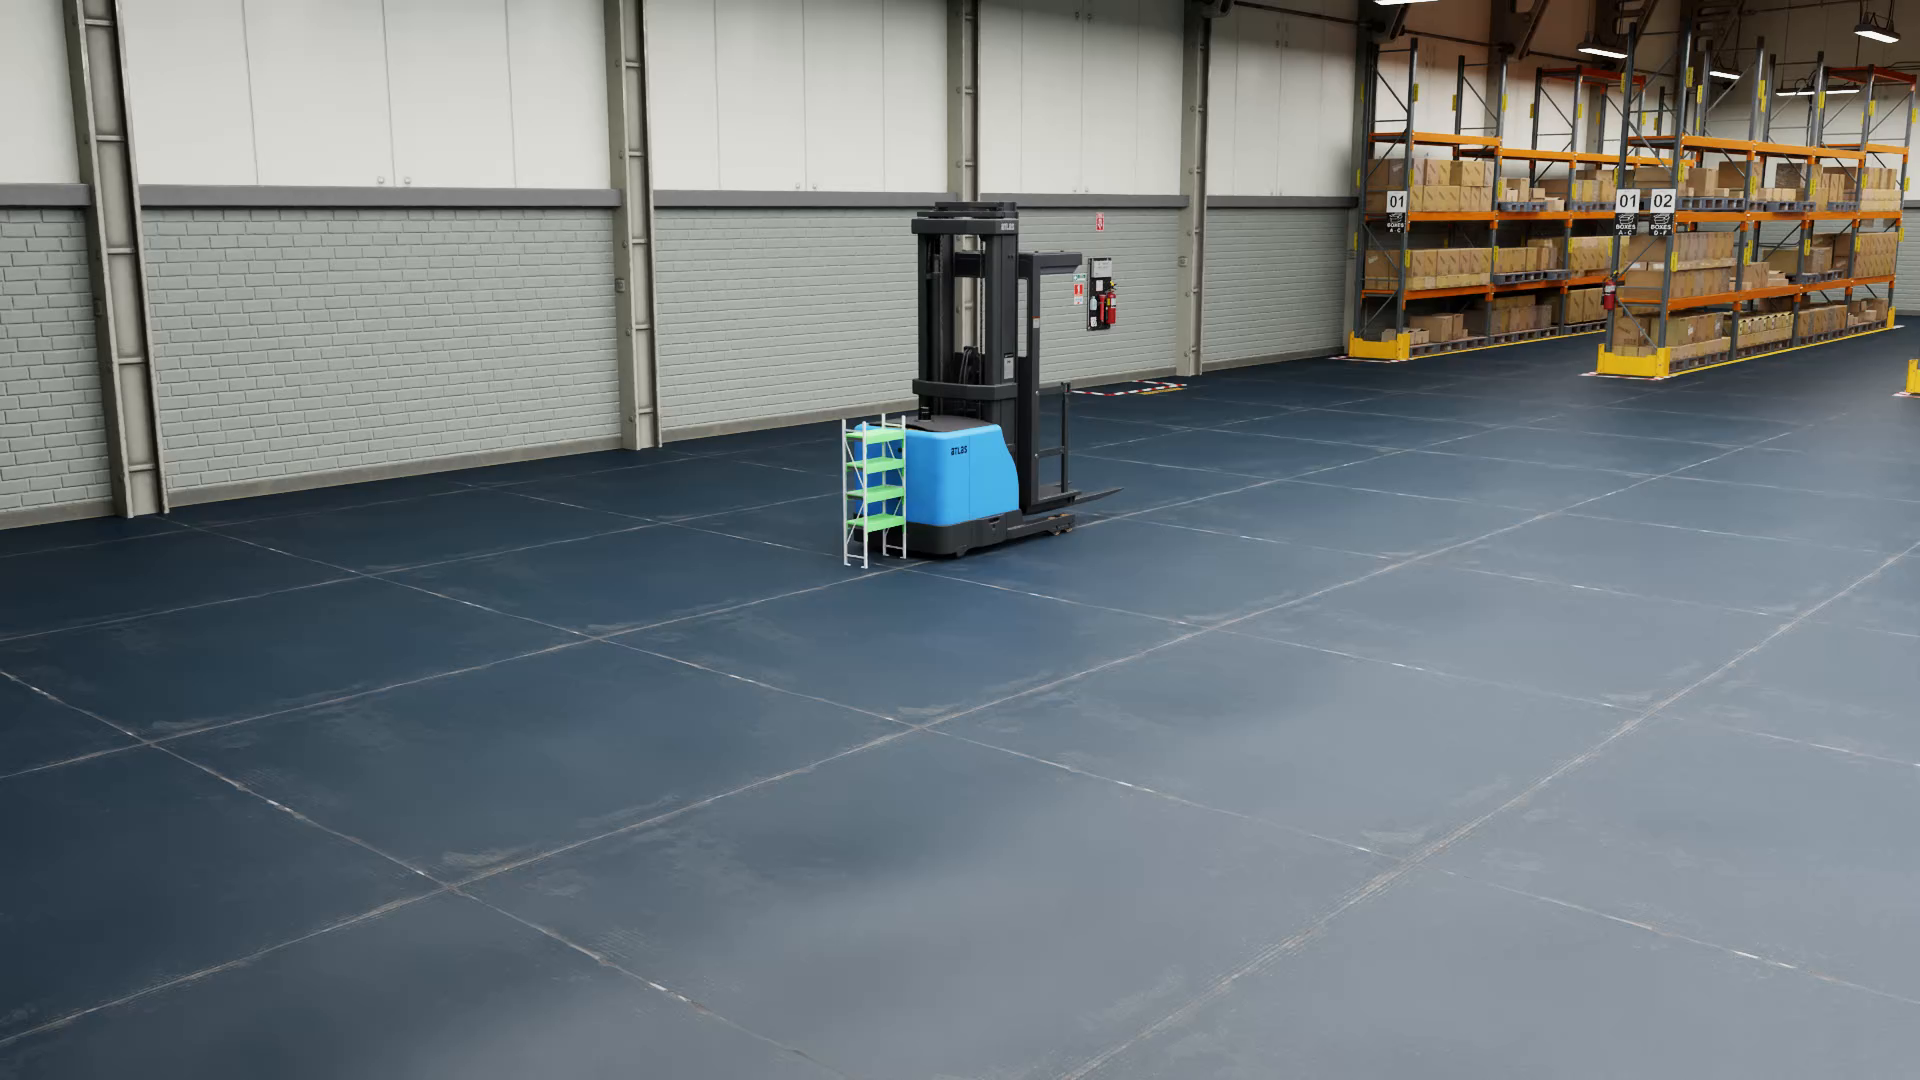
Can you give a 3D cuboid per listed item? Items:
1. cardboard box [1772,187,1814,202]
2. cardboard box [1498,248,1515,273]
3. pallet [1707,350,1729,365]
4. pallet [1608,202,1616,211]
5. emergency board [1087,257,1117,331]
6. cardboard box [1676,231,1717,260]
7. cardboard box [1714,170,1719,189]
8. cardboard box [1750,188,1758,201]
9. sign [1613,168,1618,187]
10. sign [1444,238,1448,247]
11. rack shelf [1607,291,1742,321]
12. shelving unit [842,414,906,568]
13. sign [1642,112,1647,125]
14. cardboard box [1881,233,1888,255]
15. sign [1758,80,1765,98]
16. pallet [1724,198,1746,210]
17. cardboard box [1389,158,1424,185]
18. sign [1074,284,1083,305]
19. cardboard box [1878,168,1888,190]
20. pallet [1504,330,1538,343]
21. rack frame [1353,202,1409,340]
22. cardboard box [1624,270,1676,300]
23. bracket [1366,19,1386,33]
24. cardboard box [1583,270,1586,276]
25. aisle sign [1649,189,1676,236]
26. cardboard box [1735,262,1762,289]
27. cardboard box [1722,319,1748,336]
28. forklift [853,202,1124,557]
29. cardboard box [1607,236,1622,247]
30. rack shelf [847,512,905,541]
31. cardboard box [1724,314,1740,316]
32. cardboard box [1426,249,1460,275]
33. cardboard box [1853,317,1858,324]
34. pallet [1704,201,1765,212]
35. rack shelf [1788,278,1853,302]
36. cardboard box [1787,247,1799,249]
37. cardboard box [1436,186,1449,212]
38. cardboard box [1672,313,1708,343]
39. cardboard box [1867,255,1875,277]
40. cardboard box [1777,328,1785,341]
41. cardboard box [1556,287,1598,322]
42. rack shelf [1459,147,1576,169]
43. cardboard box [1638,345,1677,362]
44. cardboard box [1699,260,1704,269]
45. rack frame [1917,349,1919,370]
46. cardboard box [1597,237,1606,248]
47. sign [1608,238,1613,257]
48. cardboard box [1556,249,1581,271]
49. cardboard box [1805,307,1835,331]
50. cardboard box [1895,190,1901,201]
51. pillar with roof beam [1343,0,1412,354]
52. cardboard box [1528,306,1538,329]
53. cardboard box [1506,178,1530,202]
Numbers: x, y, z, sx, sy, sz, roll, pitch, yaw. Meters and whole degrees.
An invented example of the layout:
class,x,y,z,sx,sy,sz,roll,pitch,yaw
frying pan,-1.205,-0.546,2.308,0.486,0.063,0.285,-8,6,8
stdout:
class,x,y,z,sx,sy,sz,roll,pitch,yaw
cardboard box,17.431,-7.168,35.029,0.910,0.500,0.500,10,15,40
cardboard box,11.540,-6.048,35.954,0.500,0.500,0.700,-10,15,-42
pallet,13.971,-3.512,31.757,1.003,0.211,1.213,10,15,40
pallet,15.517,-8.044,40.157,0.805,0.209,1.217,9,14,38
emergency board,2.355,-4.016,27.160,0.194,1.169,0.643,10,15,40
cardboard box,13.576,-5.462,30.834,0.700,0.500,0.500,10,15,40
cardboard box,13.997,-6.746,31.484,0.500,0.500,0.500,-11,15,-43
cardboard box,15.302,-6.765,32.577,0.500,0.250,0.500,8,14,35
sign,11.489,-6.341,29.085,0.100,0.325,0.005,10,15,40
sign,10.385,-6.270,35.490,0.100,0.325,0.005,10,15,40
rack shelf,13.207,-4.344,30.640,1.077,0.370,4.000,10,15,40
shelving unit,-0.703,-0.409,13.697,0.258,1.200,0.503,9,14,38
sign,16.500,-10.179,40.110,0.100,0.325,0.005,10,15,40
cardboard box,21.690,-7.044,39.511,0.500,0.500,0.500,10,15,42
sign,14.928,-8.394,30.971,0.100,0.325,0.005,10,15,40
pallet,13.984,-6.290,31.113,1.003,0.211,1.213,10,15,40
cardboard box,8.600,-7.088,32.023,0.500,0.500,0.500,8,14,36
sign,1.913,-3.966,26.816,0.001,0.329,0.234,10,15,40
cardboard box,21.479,-8.539,39.341,0.700,0.500,0.500,10,15,40
pallet,12.122,-4.559,36.997,1.003,0.211,1.213,10,15,40
rack frame,8.163,-5.043,32.300,1.000,3.000,0.127,10,15,40
cardboard box,12.205,-4.519,29.422,0.700,0.500,0.500,10,15,40
bracket,7.968,-9.858,31.900,0.235,0.232,0.430,10,15,40
cardboard box,14.486,-6.281,39.091,0.380,0.149,0.250,10,15,42
aisle sign,12.074,-5.628,28.595,0.394,0.787,0.004,10,15,40
cardboard box,15.725,-5.302,33.345,0.500,0.500,0.500,10,15,40
cardboard box,14.987,-4.152,32.359,0.500,0.311,0.500,10,15,41
forklift,0.392,-1.534,14.908,1.130,2.935,3.031,9,14,38
cardboard box,15.624,-7.205,40.145,0.500,0.250,0.500,10,15,42
rack shelf,-0.703,-0.111,13.757,0.258,0.148,0.480,9,14,38
cardboard box,15.584,-4.444,33.821,0.500,0.311,0.500,10,15,40
cardboard box,9.716,-5.602,33.519,0.500,0.500,0.500,10,15,42
cardboard box,20.811,-5.157,38.983,0.380,0.166,0.250,10,15,40
pallet,15.100,-6.500,32.426,0.805,0.209,1.217,9,14,38
rack shelf,18.488,-5.521,36.533,1.077,0.370,4.000,10,15,40
cardboard box,18.921,-6.273,37.133,0.500,0.500,0.700,-9,15,-39
cardboard box,9.293,-6.741,32.837,0.500,0.500,0.500,11,16,43
cardboard box,13.400,-3.899,30.605,0.500,0.500,0.500,10,15,40
cardboard box,21.017,-6.406,38.871,0.500,0.500,0.500,10,15,40
cardboard box,16.666,-4.252,34.290,0.500,0.250,0.500,10,15,40
cardboard box,14.611,-5.591,39.461,0.750,0.750,0.750,10,15,40
rack shelf,12.124,-8.318,36.242,1.077,0.370,4.000,10,15,40
cardboard box,12.408,-3.310,29.576,0.500,0.250,0.500,10,15,40
cardboard box,13.323,-5.026,30.304,0.380,0.149,0.250,10,15,41
rack frame,15.605,-3.762,25.887,1.000,3.000,0.127,10,15,40
cardboard box,14.951,-7.055,39.394,0.500,0.250,0.500,9,15,39
sign,11.489,-5.159,29.321,0.100,0.325,0.005,10,15,40
cardboard box,13.957,-6.463,38.344,0.500,0.500,0.500,10,15,42
cardboard box,19.034,-4.903,36.861,0.500,0.500,0.500,10,15,41
cardboard box,22.301,-8.291,40.011,0.500,0.250,0.500,10,15,40
pillar with roof beam,11.210,-7.643,30.001,9.100,9.000,0.548,10,15,40
cardboard box,12.581,-5.036,37.527,0.700,0.500,0.500,10,15,40
cardboard box,12.039,-7.609,36.161,0.500,0.500,0.500,9,14,38
